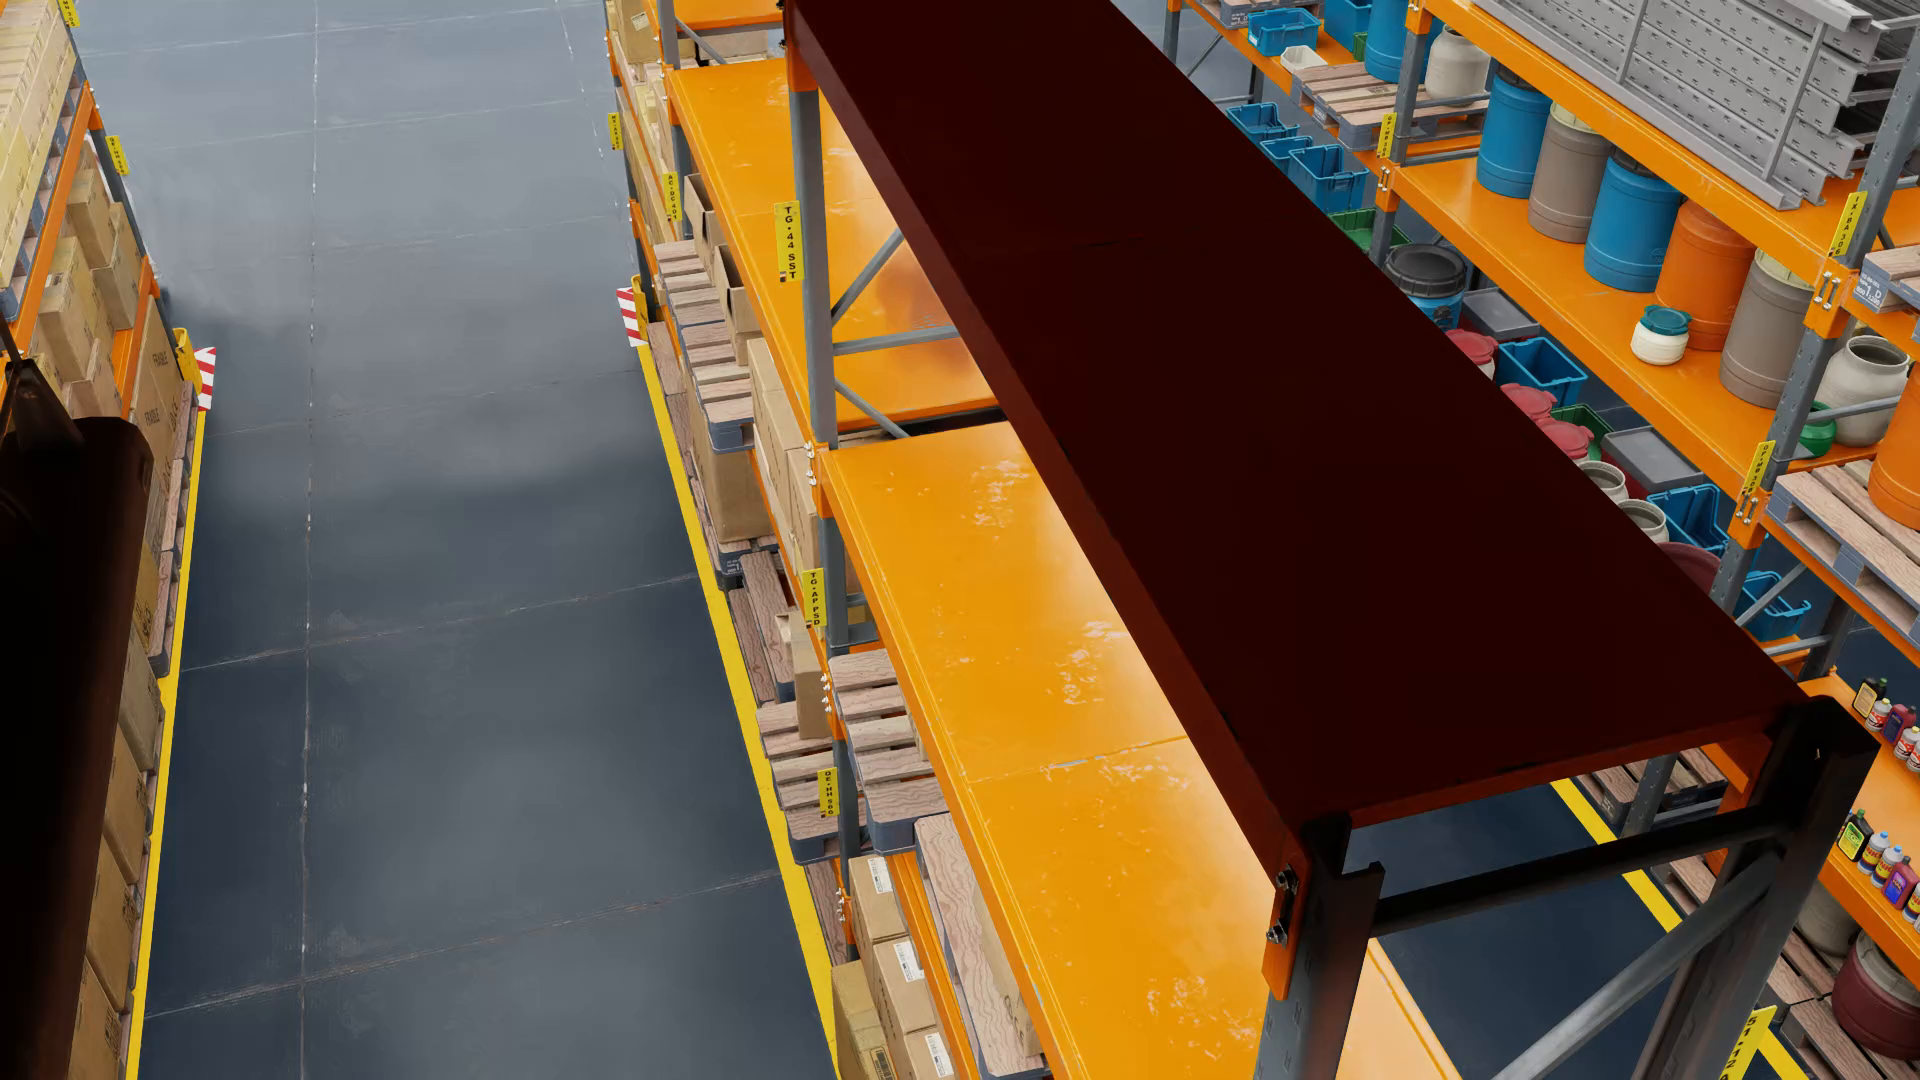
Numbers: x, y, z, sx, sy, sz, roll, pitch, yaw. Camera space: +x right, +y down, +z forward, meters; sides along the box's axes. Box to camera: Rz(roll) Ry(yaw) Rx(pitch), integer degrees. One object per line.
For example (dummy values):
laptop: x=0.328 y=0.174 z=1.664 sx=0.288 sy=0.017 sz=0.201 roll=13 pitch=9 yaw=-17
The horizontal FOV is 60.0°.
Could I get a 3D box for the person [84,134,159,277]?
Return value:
person: x=-8.038 y=-3.104 z=15.458 sx=1.023 sy=1.721 sz=0.707 roll=17 pitch=42 yaw=21
